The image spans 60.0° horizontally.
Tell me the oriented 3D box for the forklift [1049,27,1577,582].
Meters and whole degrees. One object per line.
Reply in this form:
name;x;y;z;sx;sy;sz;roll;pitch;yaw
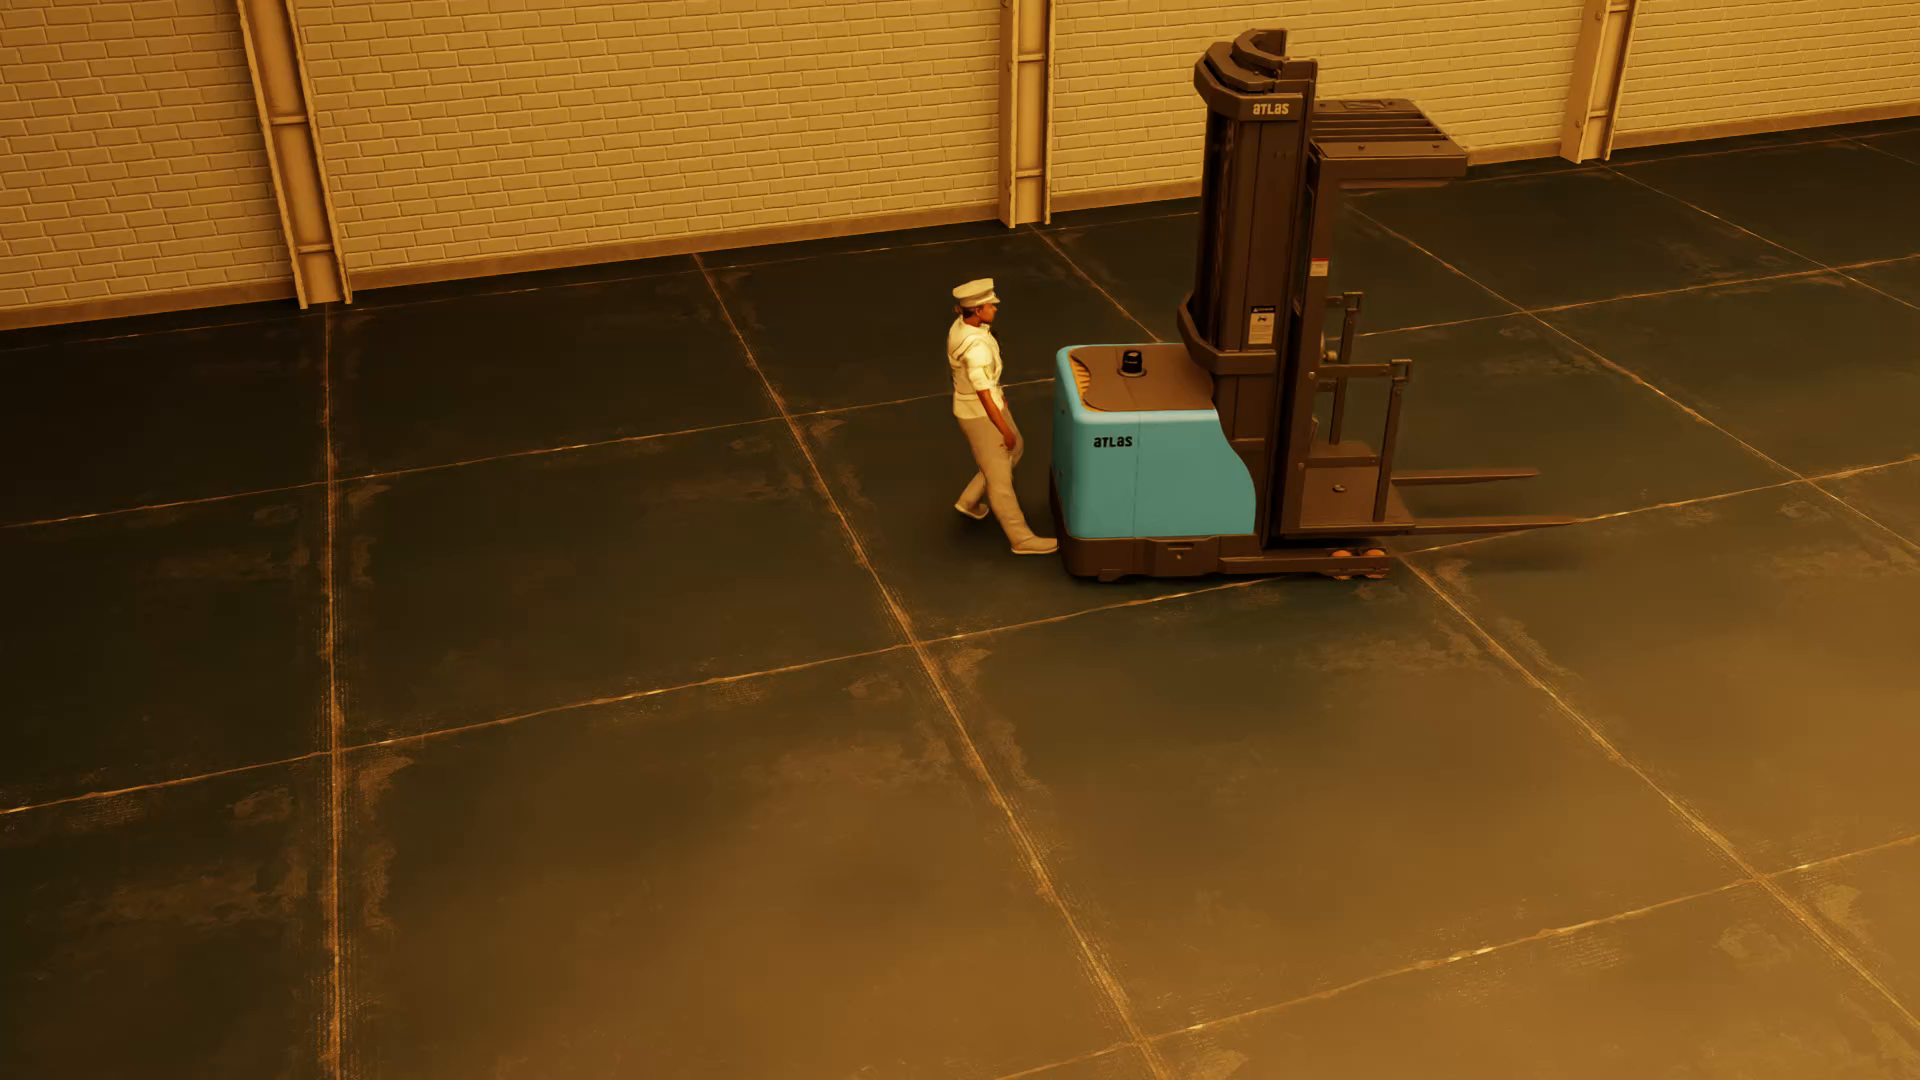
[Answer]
forklift;2.092;-1.304;9.353;3.031;2.935;1.130;-2;30;-3

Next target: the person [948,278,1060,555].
person;0.266;-0.757;9.728;0.669;1.604;0.630;0;30;0
